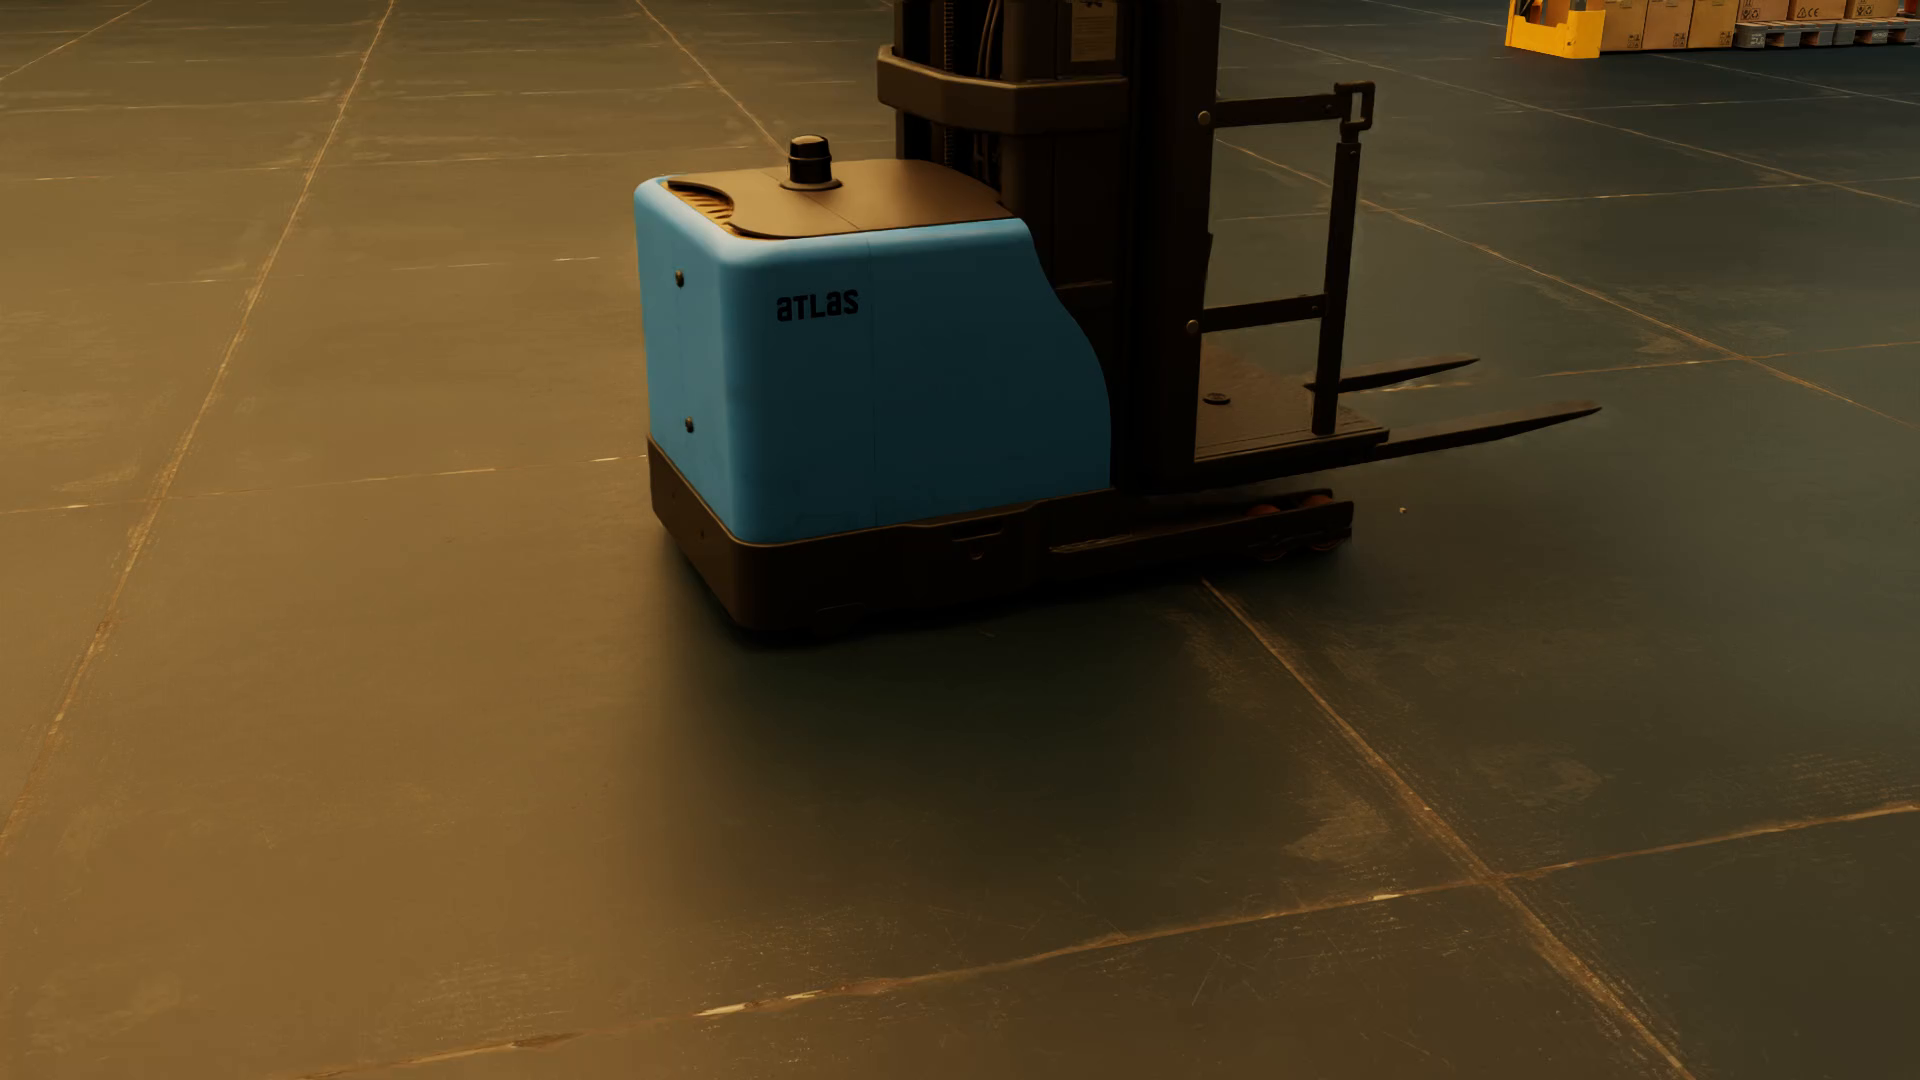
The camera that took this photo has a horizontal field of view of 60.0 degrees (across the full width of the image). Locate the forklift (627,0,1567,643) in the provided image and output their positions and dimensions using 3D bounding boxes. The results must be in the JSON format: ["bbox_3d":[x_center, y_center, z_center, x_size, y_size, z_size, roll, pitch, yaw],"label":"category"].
[{"bbox_3d":[0.593,-1.481,4.791,3.031,2.935,1.130,-12,26,-27],"label":"forklift"}]
